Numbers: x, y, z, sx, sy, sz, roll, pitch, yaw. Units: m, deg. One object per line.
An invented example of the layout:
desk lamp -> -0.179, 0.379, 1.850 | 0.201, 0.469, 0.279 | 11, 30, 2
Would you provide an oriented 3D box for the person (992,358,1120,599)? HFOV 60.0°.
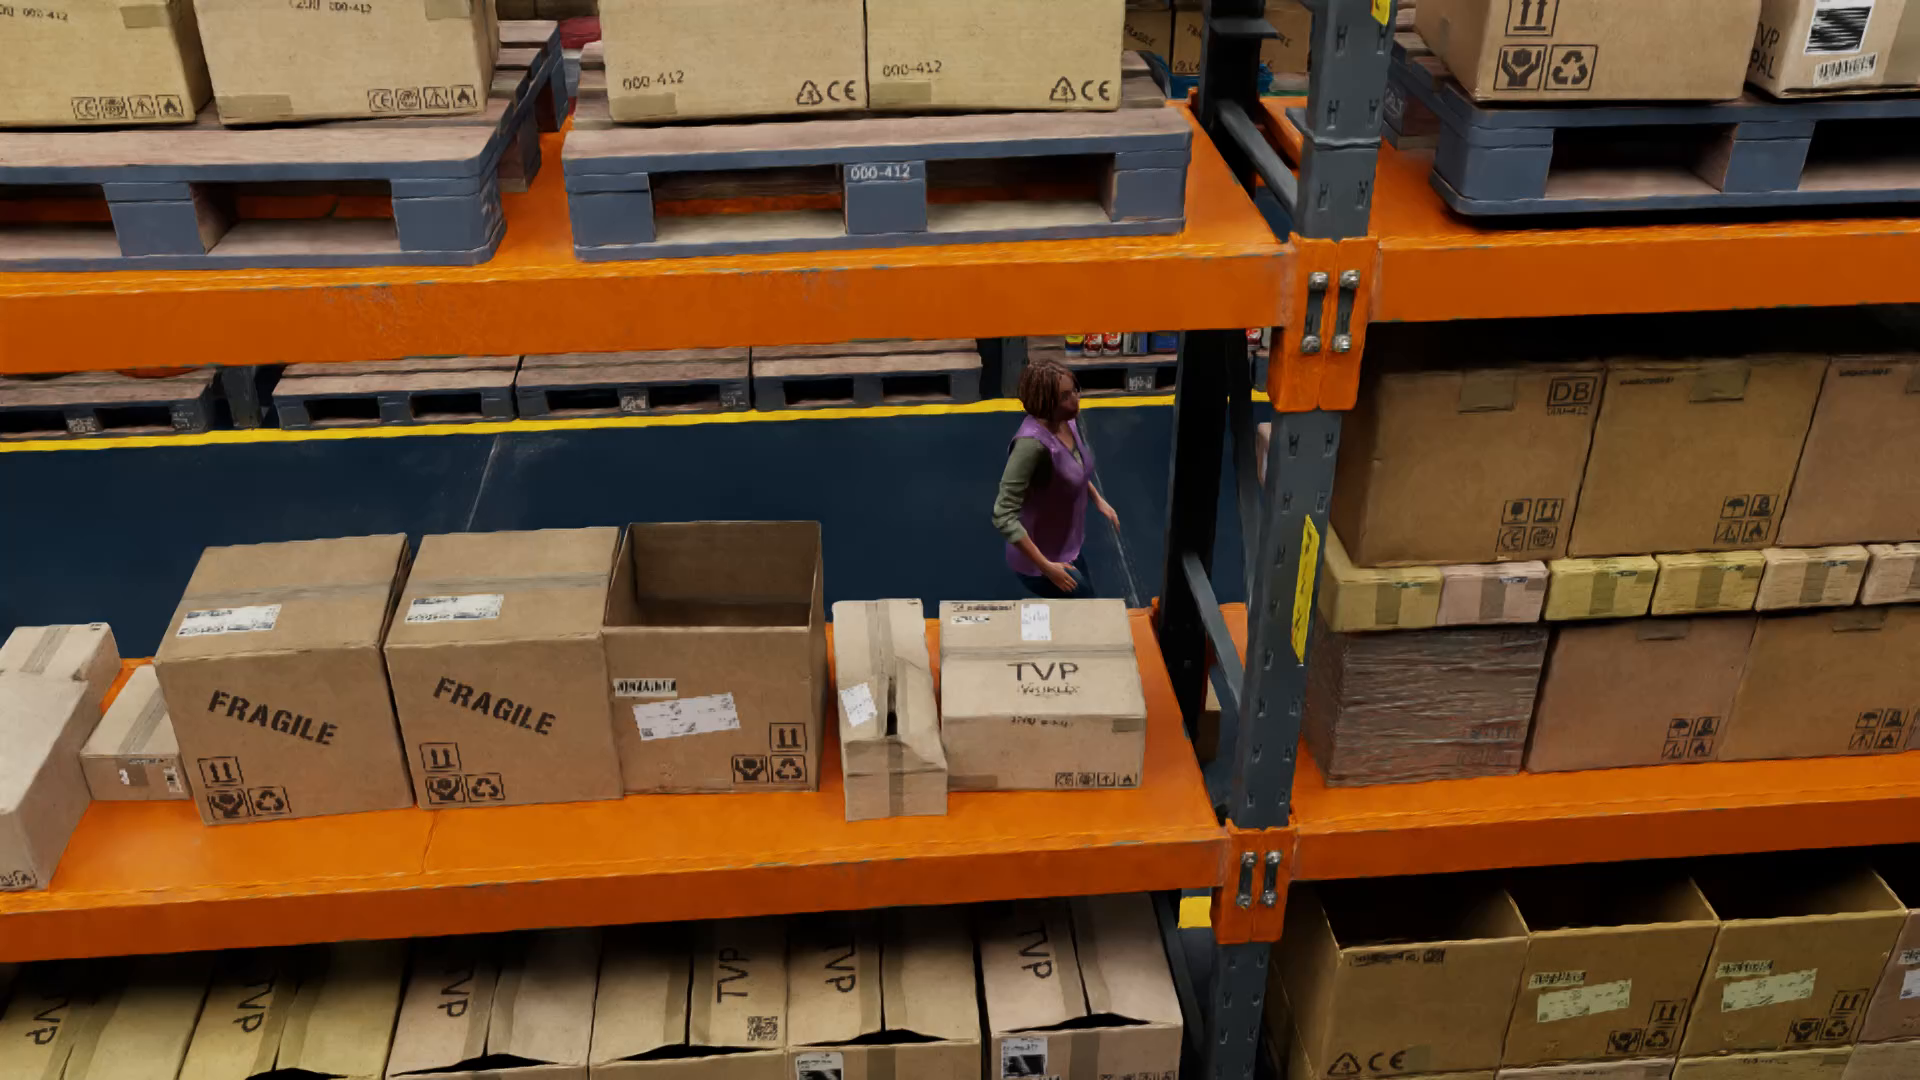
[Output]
person -> 0.375, 0.040, 6.108 | 0.439, 1.563, 0.585 | 6, 32, 10
